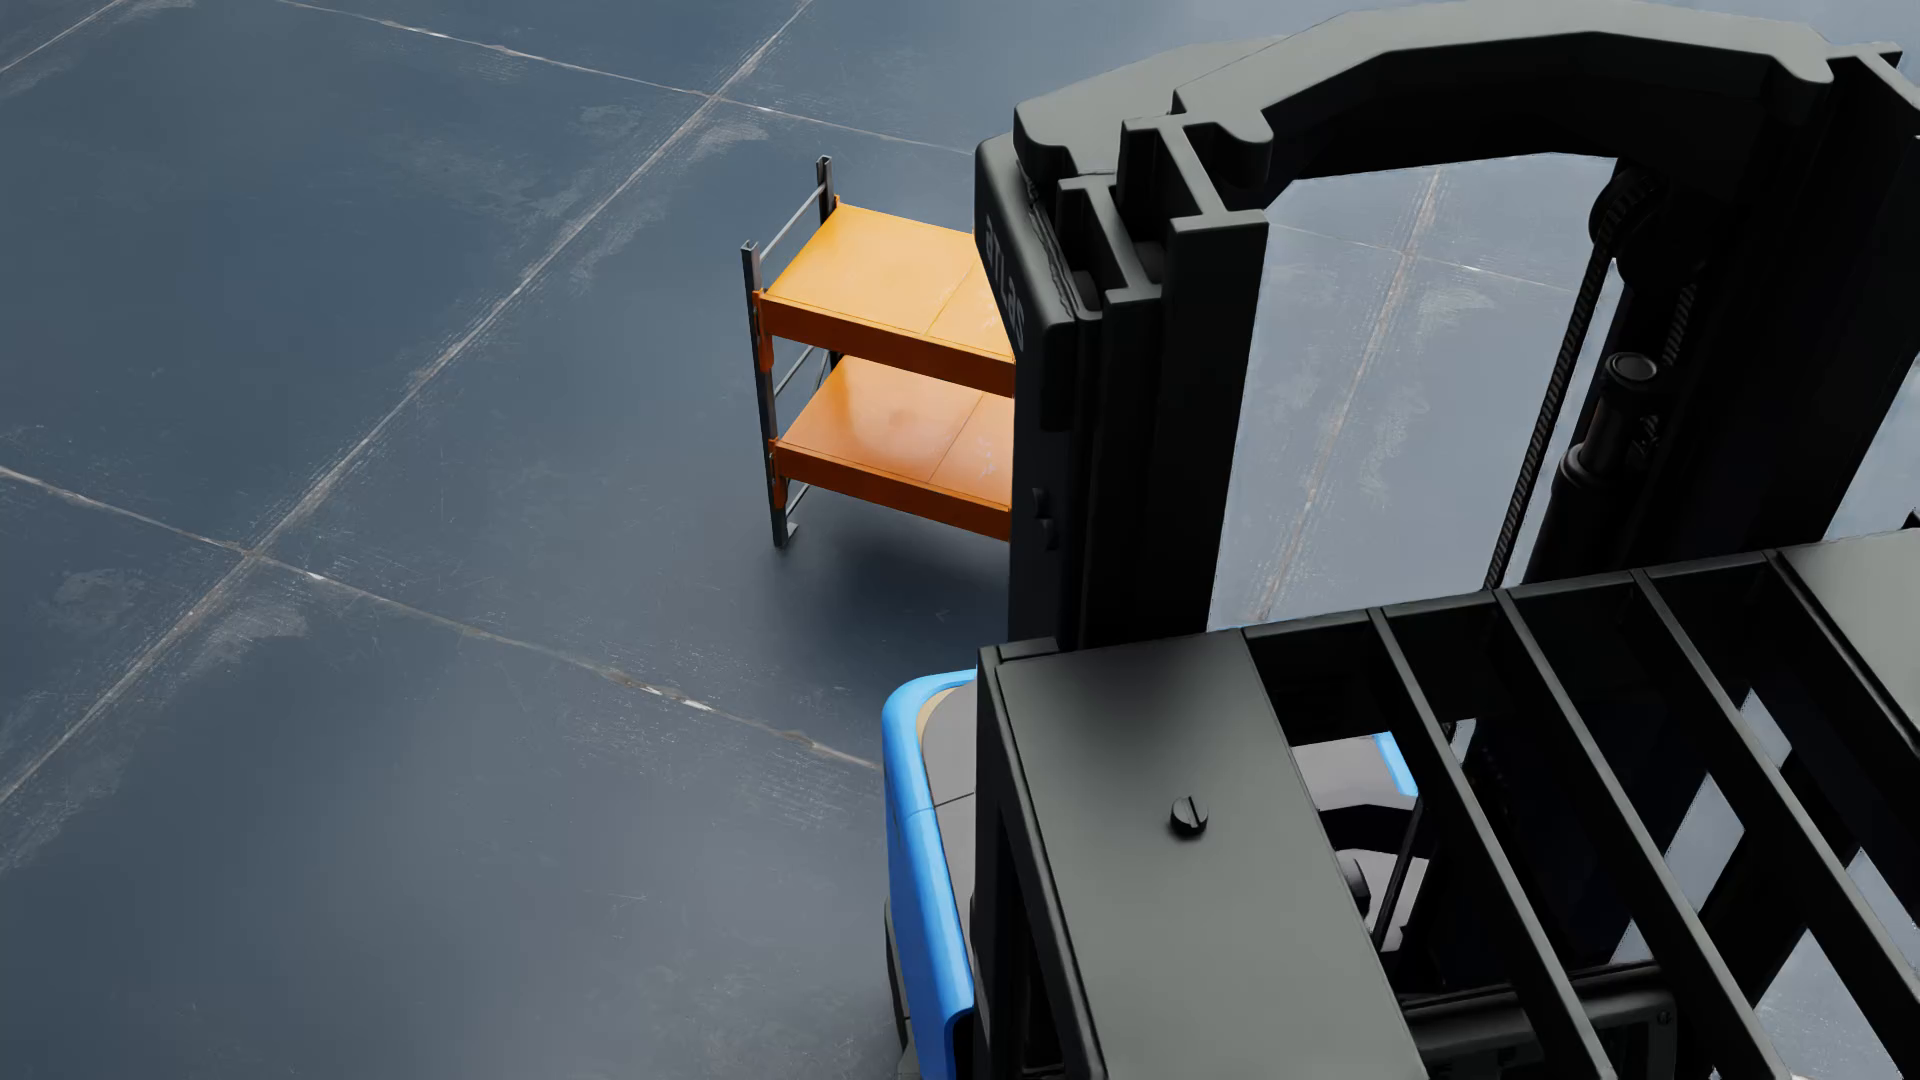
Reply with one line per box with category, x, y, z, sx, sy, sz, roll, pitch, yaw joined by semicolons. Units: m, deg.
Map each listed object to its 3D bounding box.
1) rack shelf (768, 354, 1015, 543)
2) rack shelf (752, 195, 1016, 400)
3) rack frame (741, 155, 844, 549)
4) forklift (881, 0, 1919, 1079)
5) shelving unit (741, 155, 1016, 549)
rack shelf;-0.006;-0.227;5.028;1.000;0.278;0.538;16;47;16
rack shelf;-0.006;-0.608;4.649;1.000;0.278;0.538;16;47;16
rack frame;-0.475;-0.539;4.994;0.032;1.125;0.500;16;47;16
forklift;0.606;0.971;2.196;1.130;2.935;3.031;-8;45;-8
shelving unit;-0.006;-0.401;4.855;1.048;1.125;0.538;16;47;16
